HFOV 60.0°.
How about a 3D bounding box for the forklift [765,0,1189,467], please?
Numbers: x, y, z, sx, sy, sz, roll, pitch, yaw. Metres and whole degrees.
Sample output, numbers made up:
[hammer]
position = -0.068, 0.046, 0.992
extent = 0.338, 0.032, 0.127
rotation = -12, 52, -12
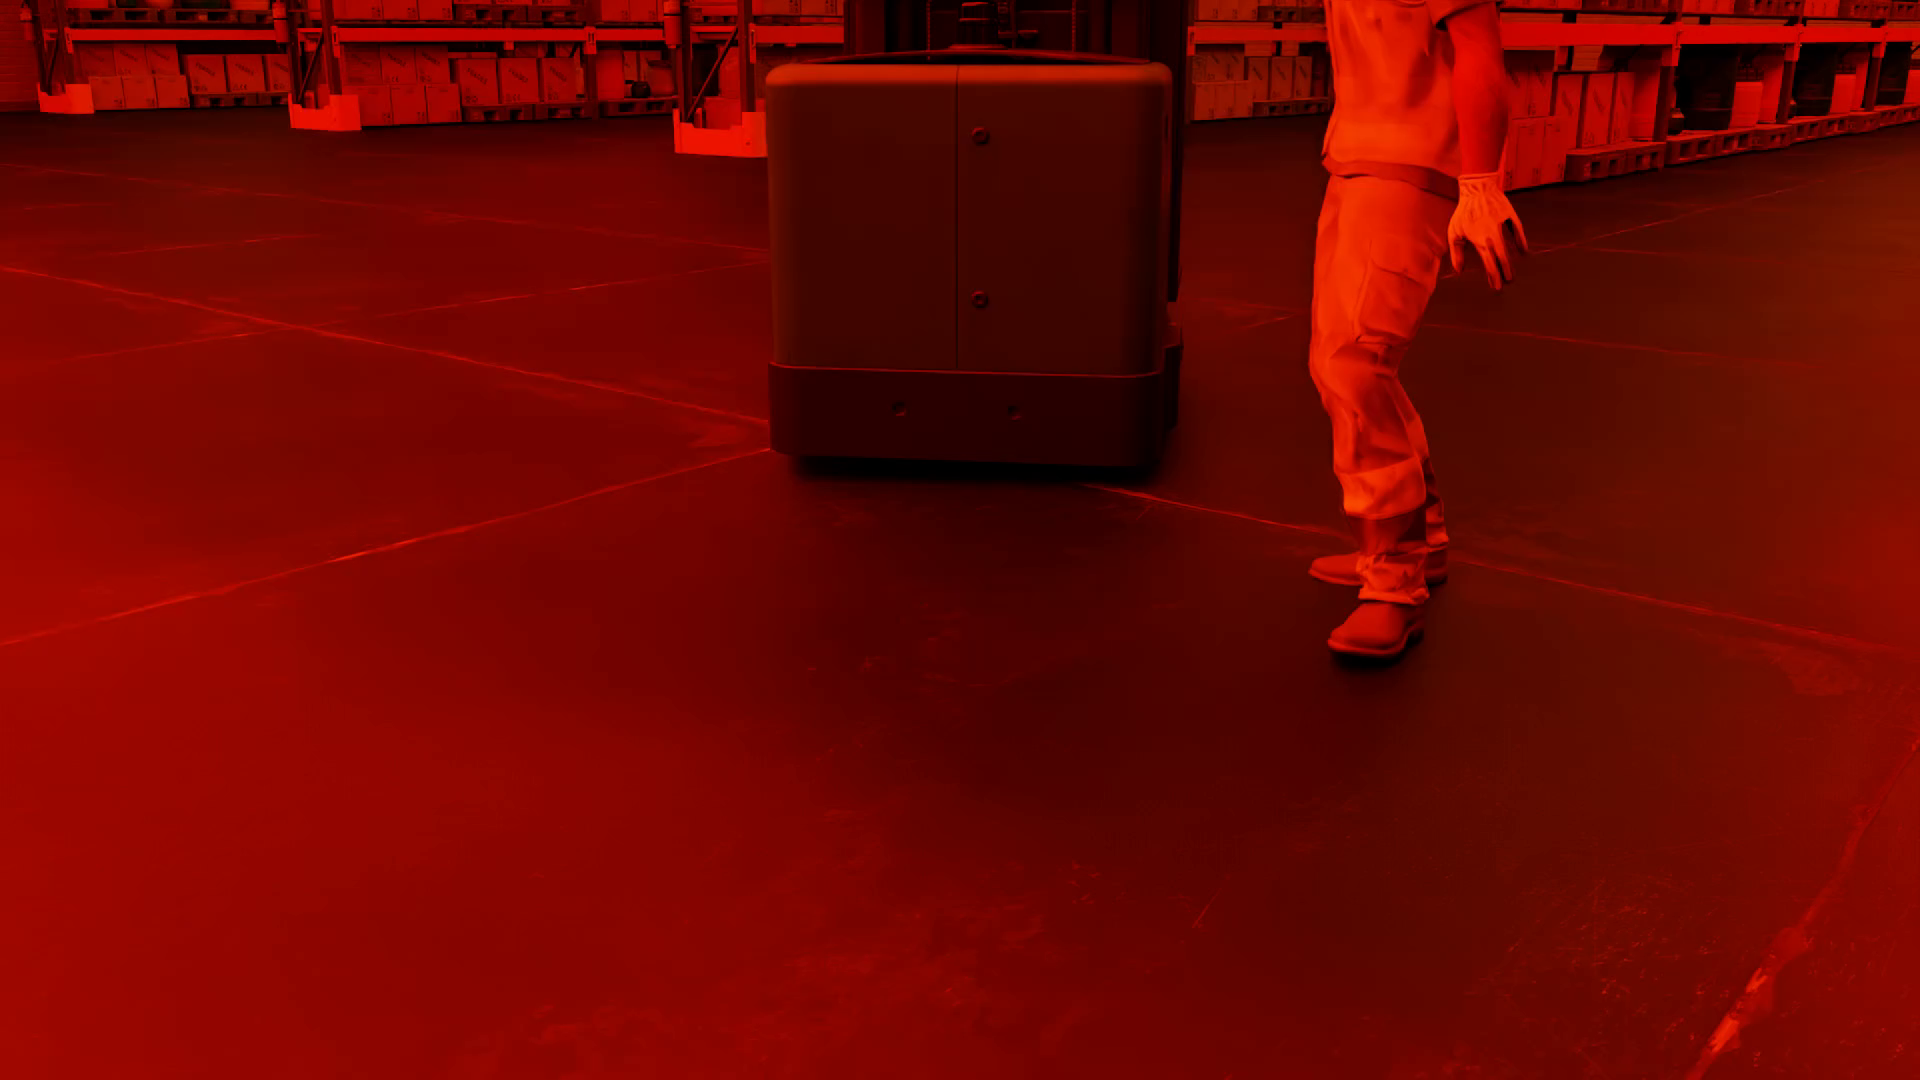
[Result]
[forklift]
position = 0.210, -1.975, 5.403
extent = 1.130, 2.935, 3.031
rotation = 2, 17, 8

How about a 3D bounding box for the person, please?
[person]
position = 0.842, -0.706, 3.295
extent = 0.454, 1.749, 0.879
rotation = 0, 17, 1
